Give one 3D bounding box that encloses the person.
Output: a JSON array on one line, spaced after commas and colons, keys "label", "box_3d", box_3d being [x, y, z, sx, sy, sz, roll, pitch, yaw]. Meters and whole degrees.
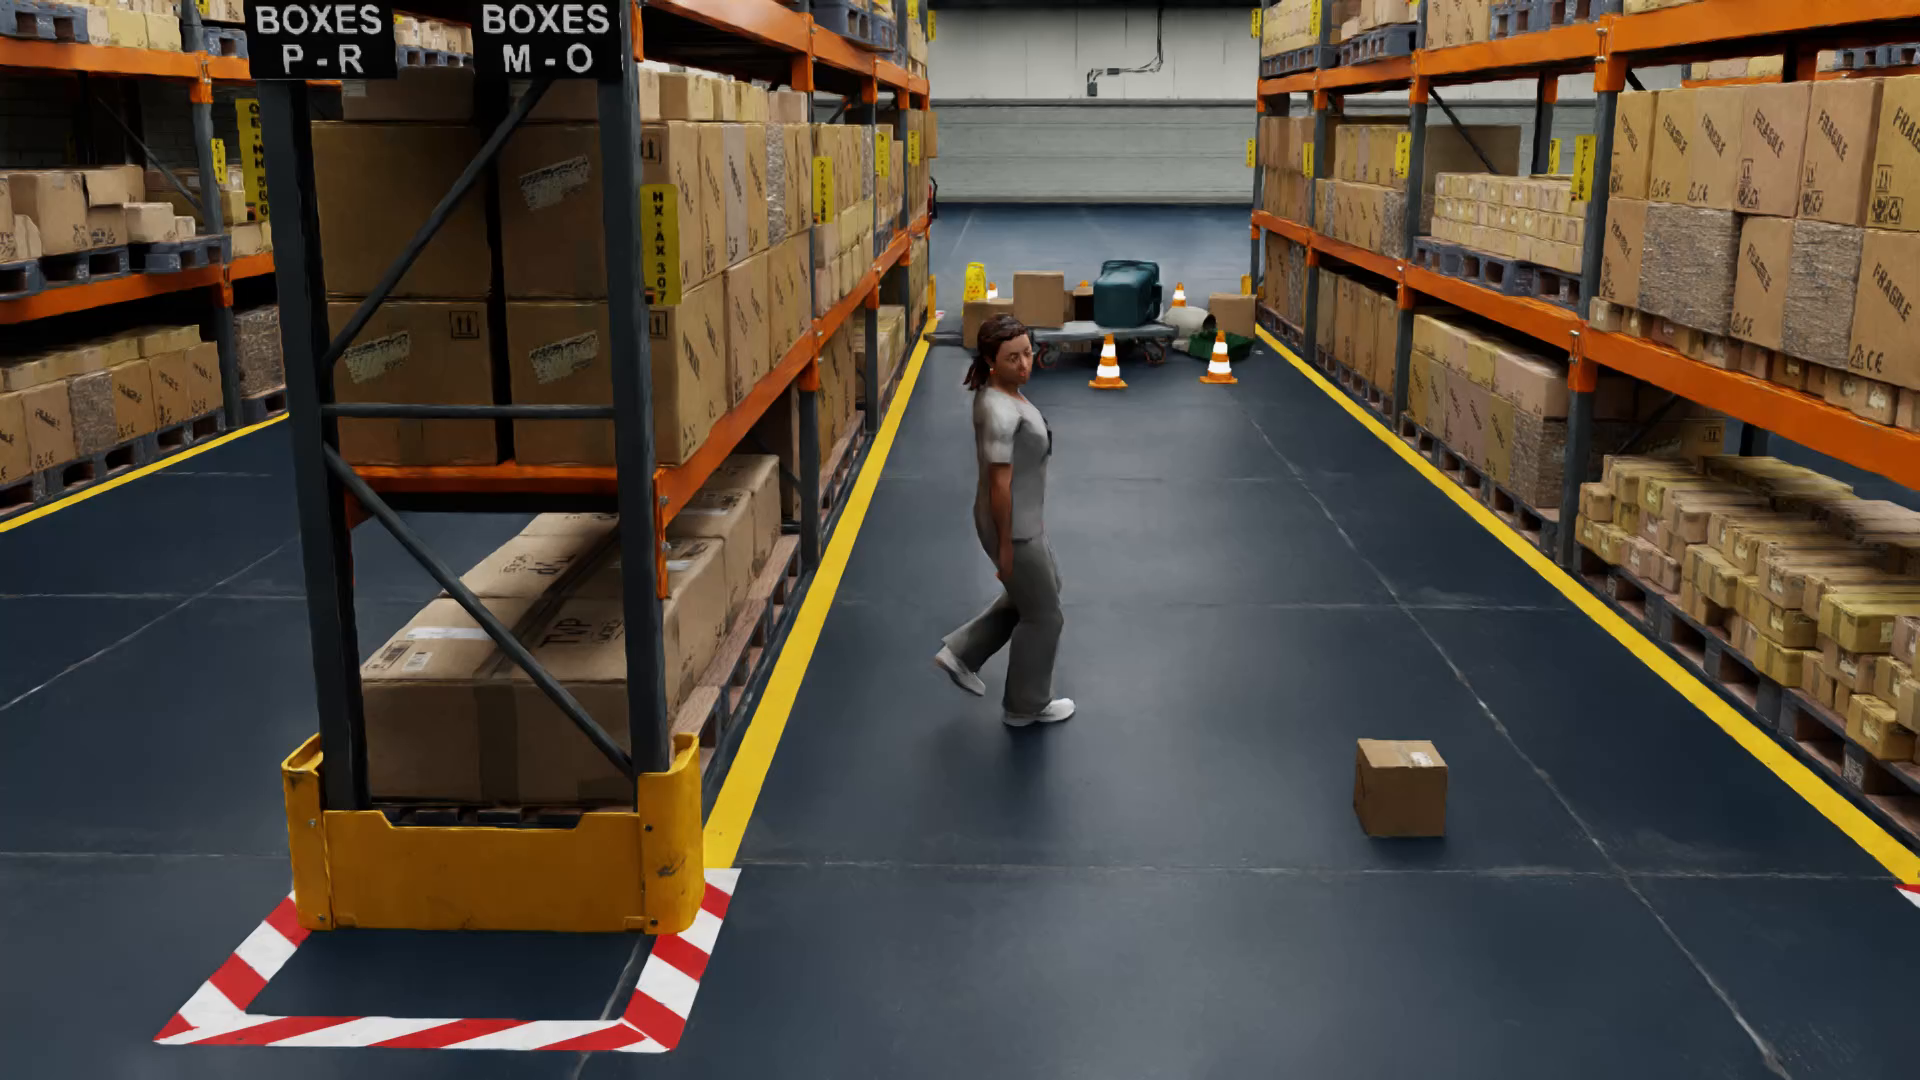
[{"label": "person", "box_3d": [0.193, -0.039, 6.262, 0.567, 1.620, 0.531, -1, 14, -5]}]
